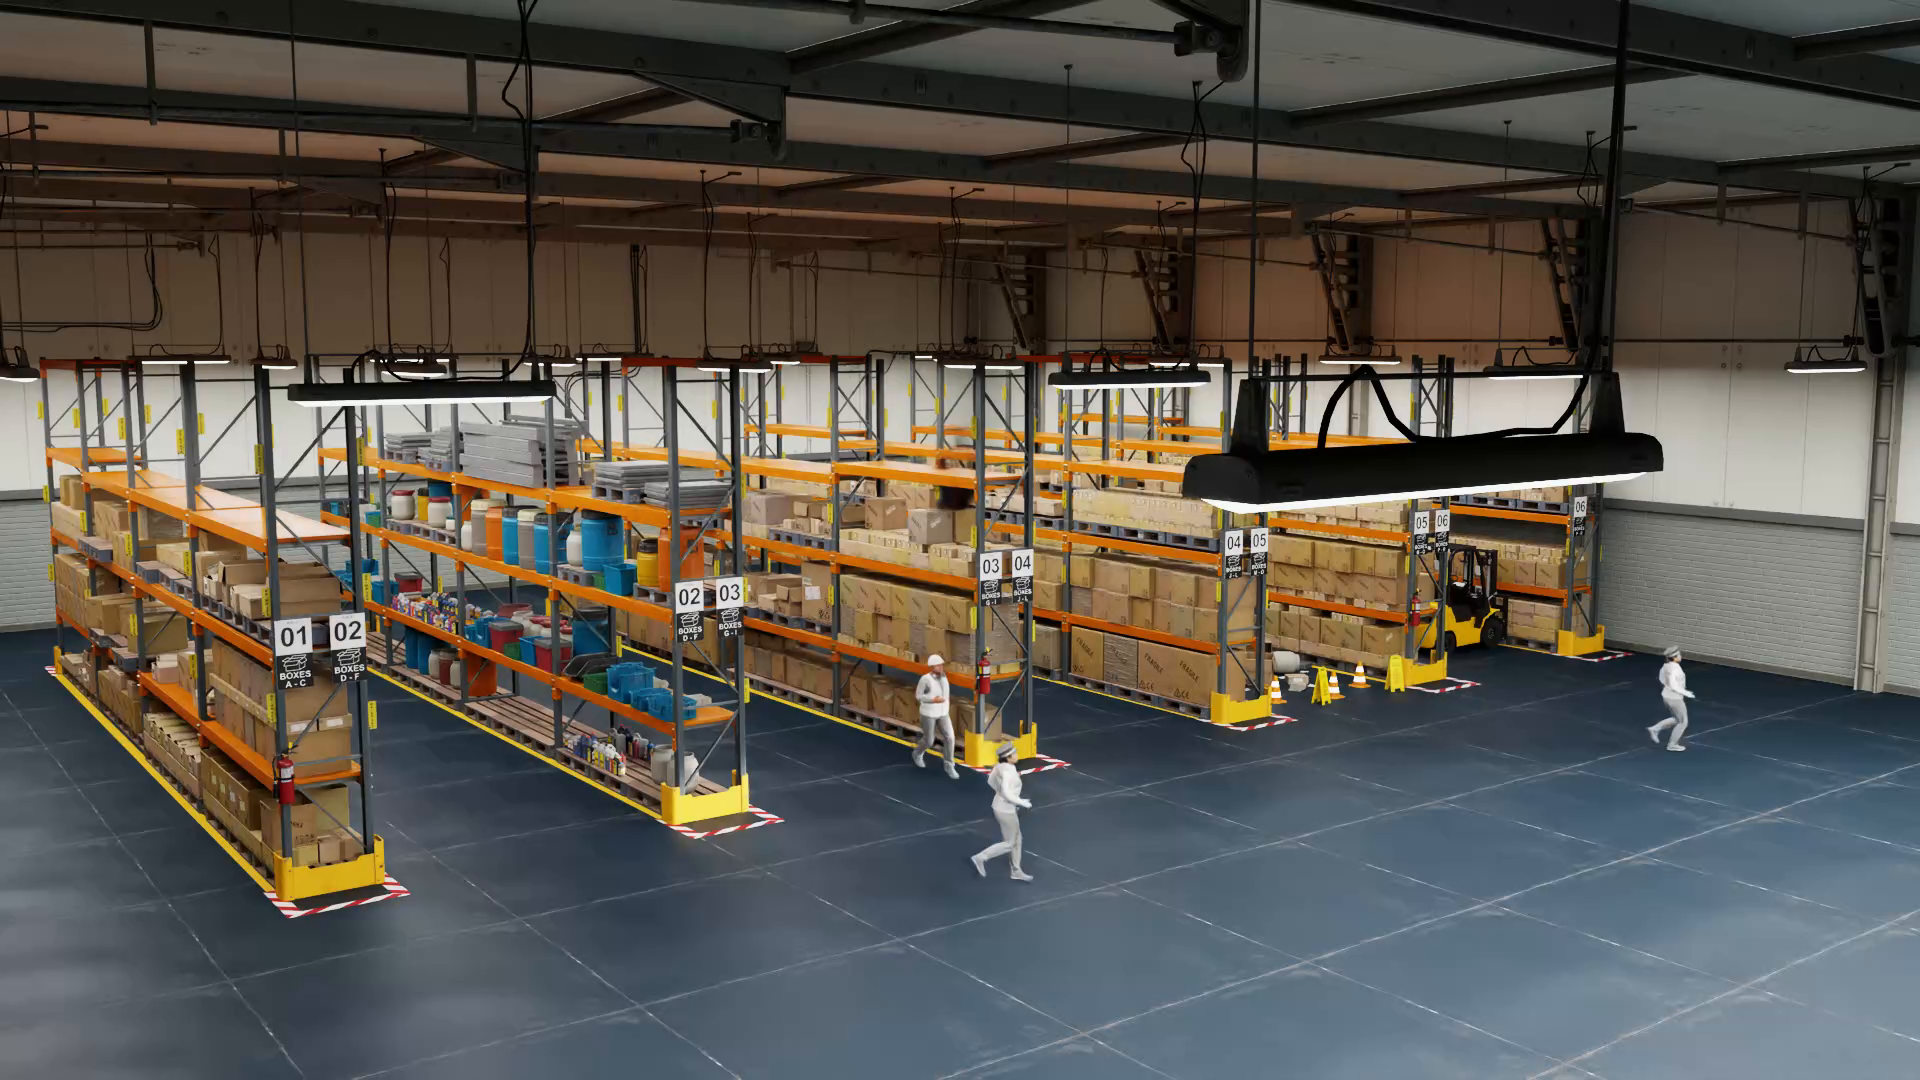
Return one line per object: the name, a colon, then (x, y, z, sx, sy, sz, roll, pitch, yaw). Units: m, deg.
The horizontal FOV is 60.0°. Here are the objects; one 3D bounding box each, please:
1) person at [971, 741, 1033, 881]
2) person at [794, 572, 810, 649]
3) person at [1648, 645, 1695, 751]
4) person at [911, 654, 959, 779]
person: (0.483, 3.184, 19.465, 0.781, 1.695, 0.624, -1, 7, -12)
person: (-3.222, 1.491, 33.506, 0.558, 1.702, 0.669, -6, 9, -41)
person: (11.006, 2.437, 25.652, 0.520, 1.646, 0.611, 1, 7, 6)
person: (-0.385, 2.551, 24.288, 0.684, 1.802, 0.924, -5, 9, -38)
